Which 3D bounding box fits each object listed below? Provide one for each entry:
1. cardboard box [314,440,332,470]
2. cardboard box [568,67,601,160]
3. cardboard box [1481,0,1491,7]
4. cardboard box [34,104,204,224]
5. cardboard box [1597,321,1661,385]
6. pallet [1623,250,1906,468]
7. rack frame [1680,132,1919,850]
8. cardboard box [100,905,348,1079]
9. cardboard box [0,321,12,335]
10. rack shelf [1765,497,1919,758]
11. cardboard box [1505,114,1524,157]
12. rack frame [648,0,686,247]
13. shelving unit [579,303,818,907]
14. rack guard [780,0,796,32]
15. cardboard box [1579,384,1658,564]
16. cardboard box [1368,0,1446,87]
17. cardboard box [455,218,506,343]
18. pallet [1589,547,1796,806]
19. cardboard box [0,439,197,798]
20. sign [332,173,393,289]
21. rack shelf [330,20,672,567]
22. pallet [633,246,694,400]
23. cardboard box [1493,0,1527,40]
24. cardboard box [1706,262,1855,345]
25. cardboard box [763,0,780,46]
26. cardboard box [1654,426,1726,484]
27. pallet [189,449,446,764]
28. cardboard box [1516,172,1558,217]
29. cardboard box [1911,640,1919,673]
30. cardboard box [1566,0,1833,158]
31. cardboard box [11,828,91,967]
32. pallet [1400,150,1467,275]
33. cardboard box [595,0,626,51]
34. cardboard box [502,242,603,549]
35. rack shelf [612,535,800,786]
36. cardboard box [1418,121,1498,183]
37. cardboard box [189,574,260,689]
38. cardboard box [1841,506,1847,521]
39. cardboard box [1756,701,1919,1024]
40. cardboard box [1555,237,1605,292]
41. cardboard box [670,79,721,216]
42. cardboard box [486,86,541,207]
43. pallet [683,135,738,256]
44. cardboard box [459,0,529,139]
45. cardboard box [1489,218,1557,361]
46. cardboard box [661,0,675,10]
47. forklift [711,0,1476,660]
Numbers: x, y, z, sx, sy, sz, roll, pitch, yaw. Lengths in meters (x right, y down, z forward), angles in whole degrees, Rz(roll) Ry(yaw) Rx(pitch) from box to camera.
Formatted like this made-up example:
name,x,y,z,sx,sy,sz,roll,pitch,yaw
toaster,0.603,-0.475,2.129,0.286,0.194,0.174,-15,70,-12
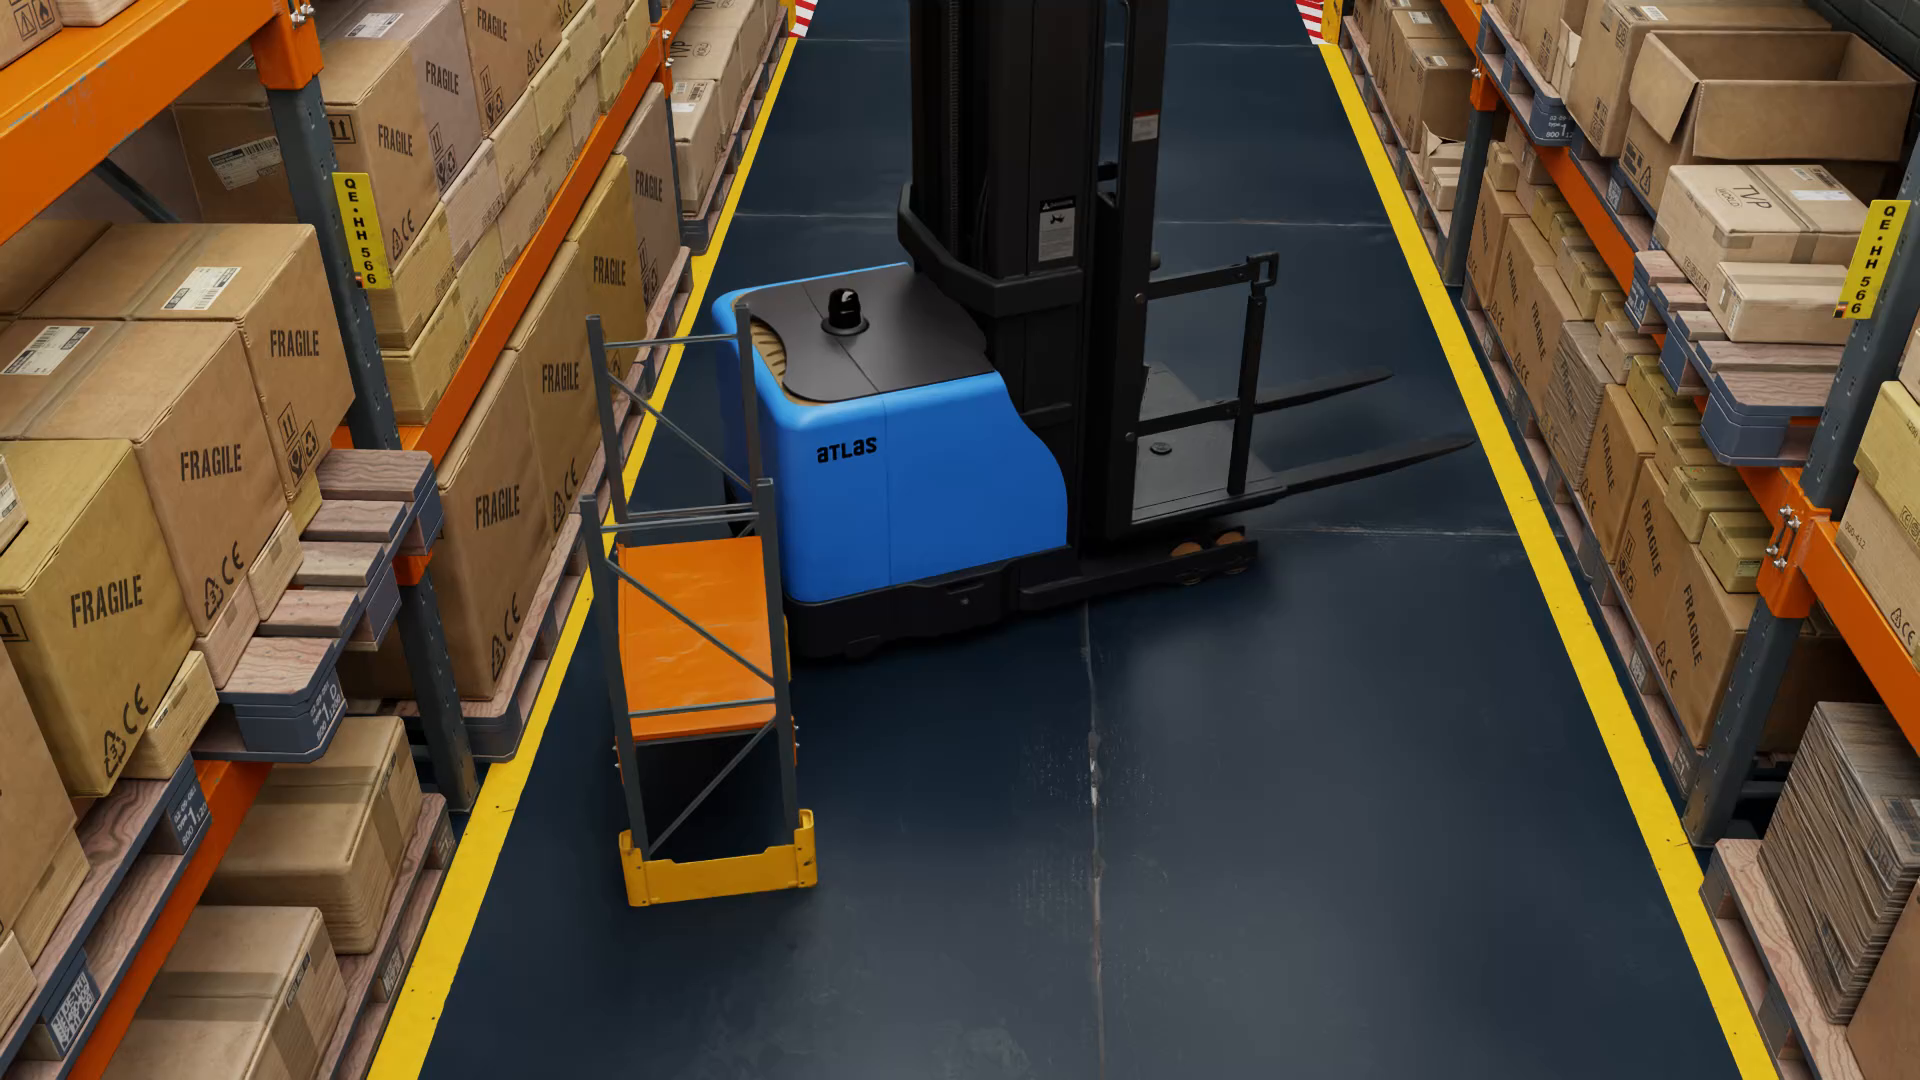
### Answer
name,x,y,z,sx,sy,sz,roll,pitch,yaw
cardboard box,-1.886,-0.246,4.345,0.380,0.149,0.250,3,35,4
cardboard box,-1.774,-1.762,6.779,0.500,0.250,0.500,0,35,1
cardboard box,2.773,-2.643,8.120,0.380,0.149,0.250,2,35,3
cardboard box,-2.348,-1.124,4.784,0.500,0.500,0.500,0,35,1
cardboard box,2.700,-0.724,6.416,0.380,0.149,0.250,0,35,0
pallet,2.809,-0.571,5.121,1.213,0.211,1.003,1,35,2
rack frame,2.852,-0.258,4.509,1.000,3.000,0.127,1,35,2
cardboard box,-2.162,1.281,4.239,0.950,0.372,0.625,1,35,1
cardboard box,-2.371,-0.153,3.648,0.500,0.500,0.500,3,35,4
rack shelf,2.772,1.185,3.081,1.077,0.370,4.000,1,35,2
cardboard box,2.793,-1.891,7.818,0.380,0.149,0.250,1,35,1
rack frame,-1.947,-2.669,7.939,1.000,3.000,0.127,1,35,2
shelving unit,-0.823,0.189,5.177,0.587,1.500,1.083,-5,35,-8
rack guard,-1.785,-3.958,11.947,1.175,0.500,0.348,1,35,2
cardboard box,2.703,-0.244,6.296,0.500,0.500,0.500,3,35,4
cardboard box,2.981,-3.164,10.453,0.700,0.500,0.500,3,35,4
cardboard box,-1.834,-0.880,5.524,0.500,0.250,0.500,0,35,1
pallet,2.920,0.454,5.920,1.003,0.211,1.213,1,35,2
cardboard box,-1.877,0.150,3.218,0.500,0.500,0.500,-1,35,-1
sign,-1.565,-0.805,4.349,0.100,0.325,0.005,1,35,2
rack shelf,-2.027,-1.226,6.511,1.077,0.370,4.000,1,35,2
pallet,-1.903,-1.083,8.108,1.003,0.211,1.213,1,35,2
cardboard box,2.770,-2.497,7.241,0.700,0.500,0.500,2,35,3
cardboard box,2.495,-0.714,5.010,0.380,0.149,0.250,2,35,3
cardboard box,-1.713,-3.709,11.282,0.875,0.438,0.875,0,35,0
cardboard box,2.654,-0.270,5.771,0.380,0.149,0.250,0,35,0
pallet,-2.030,0.119,4.138,1.213,0.211,1.003,1,35,2
cardboard box,2.799,-1.610,7.677,0.380,0.149,0.250,0,35,1
cardboard box,2.565,0.341,3.786,0.500,0.250,0.500,1,35,1
cardboard box,2.718,-1.748,6.176,0.700,0.500,0.500,1,35,2
cardboard box,-1.869,0.646,3.076,0.380,0.149,0.250,0,35,0
pallet,3.041,-1.810,9.142,1.003,0.211,1.213,1,35,2
cardboard box,-1.734,-2.266,7.061,0.500,0.250,0.500,2,35,3
cardboard box,-1.957,-0.581,6.450,0.875,0.875,0.875,2,35,2
rack shelf,-0.821,0.341,5.273,0.538,0.185,1.000,-5,35,-8
cardboard box,2.756,-2.142,9.201,0.396,0.266,0.258,3,35,4
cardboard box,-1.808,0.200,3.710,0.380,0.149,0.250,0,35,0
cardboard box,3.189,0.075,5.843,0.500,0.500,0.500,1,35,2
cardboard box,2.813,0.899,4.562,0.875,0.625,0.625,2,35,3
cardboard box,2.755,-1.162,7.039,0.380,0.149,0.250,1,35,2
cardboard box,-1.815,-2.151,9.065,0.875,0.438,0.875,1,35,1
cardboard box,-1.786,-1.383,5.804,0.500,0.250,0.500,1,35,2
pallet,-1.838,-1.963,9.360,1.003,0.211,1.213,1,35,2
cardboard box,-1.797,-1.681,5.576,0.500,0.500,0.500,2,35,3
cardboard box,2.757,-1.127,7.553,0.500,0.500,0.500,1,35,1
cardboard box,-1.666,-2.974,8.285,0.500,0.500,0.500,2,35,3
forklift,0.630,-1.293,6.041,3.031,2.935,1.130,-13,37,-17
